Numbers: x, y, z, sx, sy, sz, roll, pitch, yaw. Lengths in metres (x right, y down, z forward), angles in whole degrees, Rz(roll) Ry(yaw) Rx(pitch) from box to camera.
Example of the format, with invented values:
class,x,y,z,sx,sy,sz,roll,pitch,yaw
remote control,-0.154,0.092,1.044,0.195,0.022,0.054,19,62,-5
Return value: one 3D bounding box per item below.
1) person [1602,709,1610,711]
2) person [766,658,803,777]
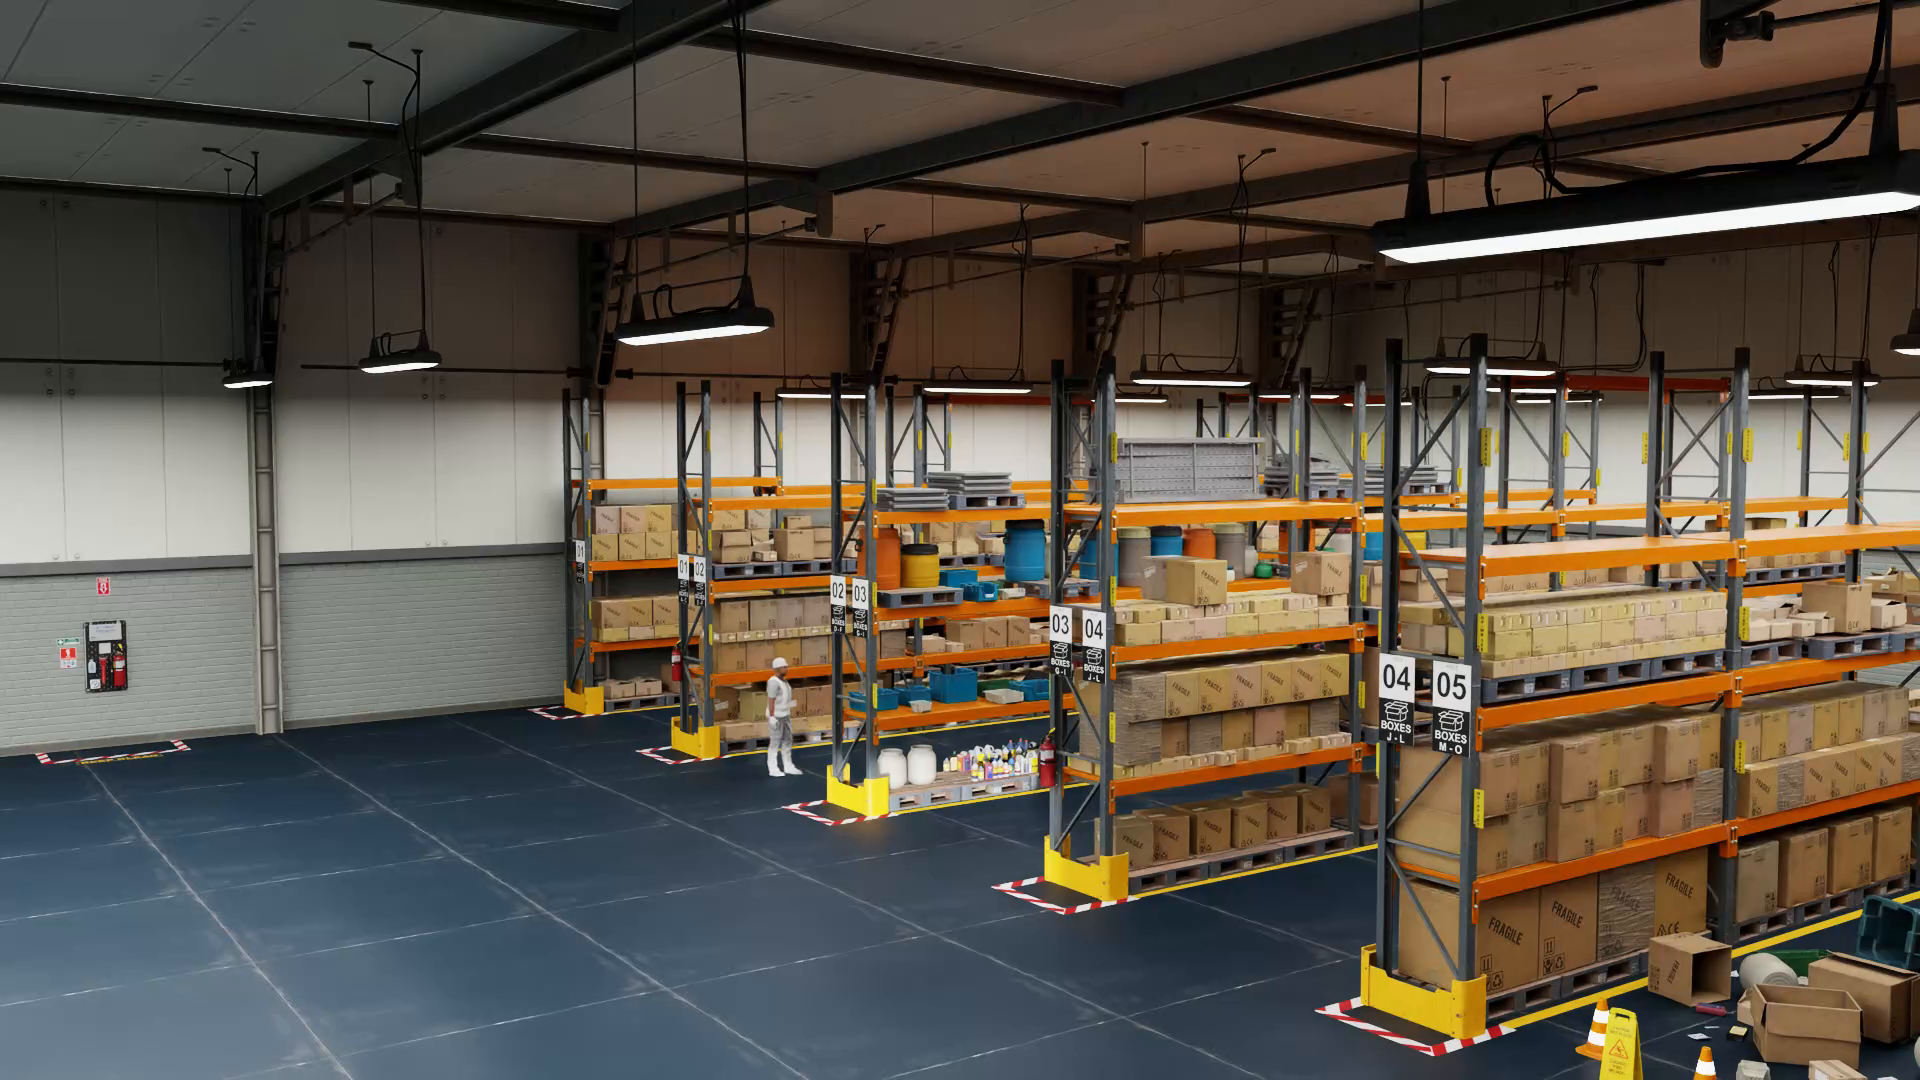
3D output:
class,x,y,z,sx,sy,sz,roll,pitch,yaw
person,8.379,2.954,21.517,1.049,1.680,0.474,-3,5,-39
person,-2.677,2.676,25.094,0.481,1.807,0.649,1,4,15
